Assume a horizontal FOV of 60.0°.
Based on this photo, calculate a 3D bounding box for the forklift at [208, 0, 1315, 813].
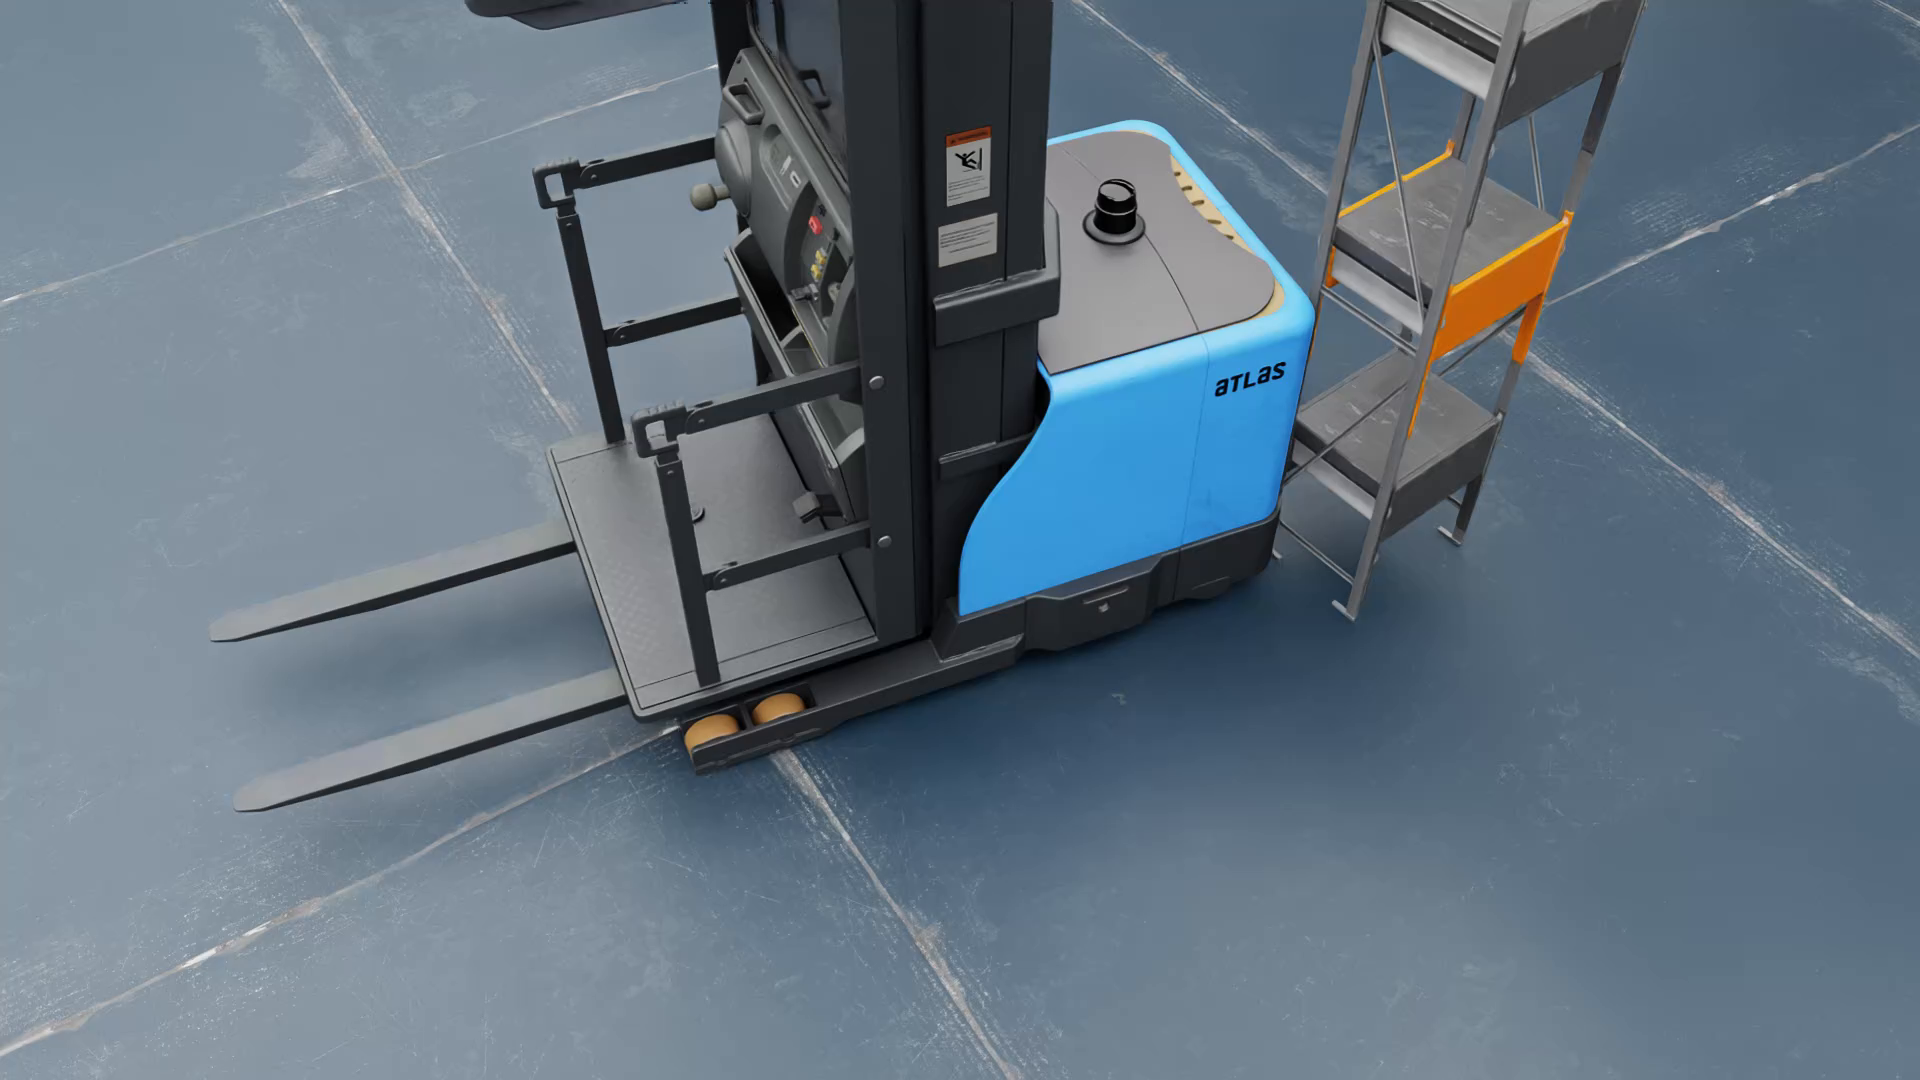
[{"bbox_3d":[-0.613,-0.779,3.981,3.031,2.935,1.130,-17,51,-15],"label":"forklift"}]

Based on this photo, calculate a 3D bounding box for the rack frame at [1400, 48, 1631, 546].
[{"bbox_3d":[1.451,-0.798,4.554,0.015,2.100,0.400,-31,55,-24],"label":"rack frame"}]

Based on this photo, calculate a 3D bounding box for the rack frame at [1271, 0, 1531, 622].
[{"bbox_3d":[1.069,-0.571,4.352,0.015,2.100,0.400,-31,55,-24],"label":"rack frame"}]

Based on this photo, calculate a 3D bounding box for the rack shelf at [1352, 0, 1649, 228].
[{"bbox_3d":[1.260,-1.141,3.941,0.480,0.518,0.431,-31,55,-24],"label":"rack shelf"}]

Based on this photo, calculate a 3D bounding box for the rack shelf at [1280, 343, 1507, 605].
[{"bbox_3d":[1.260,-0.210,4.986,0.480,0.518,0.431,-31,55,-24],"label":"rack shelf"}]

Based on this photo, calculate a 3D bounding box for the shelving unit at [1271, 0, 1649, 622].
[{"bbox_3d":[1.260,-0.684,4.453,0.503,2.100,0.431,-31,55,-24],"label":"shelving unit"}]

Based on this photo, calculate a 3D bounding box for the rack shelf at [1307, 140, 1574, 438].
[{"bbox_3d":[1.260,-0.675,4.463,0.480,0.518,0.431,-31,55,-24],"label":"rack shelf"}]
